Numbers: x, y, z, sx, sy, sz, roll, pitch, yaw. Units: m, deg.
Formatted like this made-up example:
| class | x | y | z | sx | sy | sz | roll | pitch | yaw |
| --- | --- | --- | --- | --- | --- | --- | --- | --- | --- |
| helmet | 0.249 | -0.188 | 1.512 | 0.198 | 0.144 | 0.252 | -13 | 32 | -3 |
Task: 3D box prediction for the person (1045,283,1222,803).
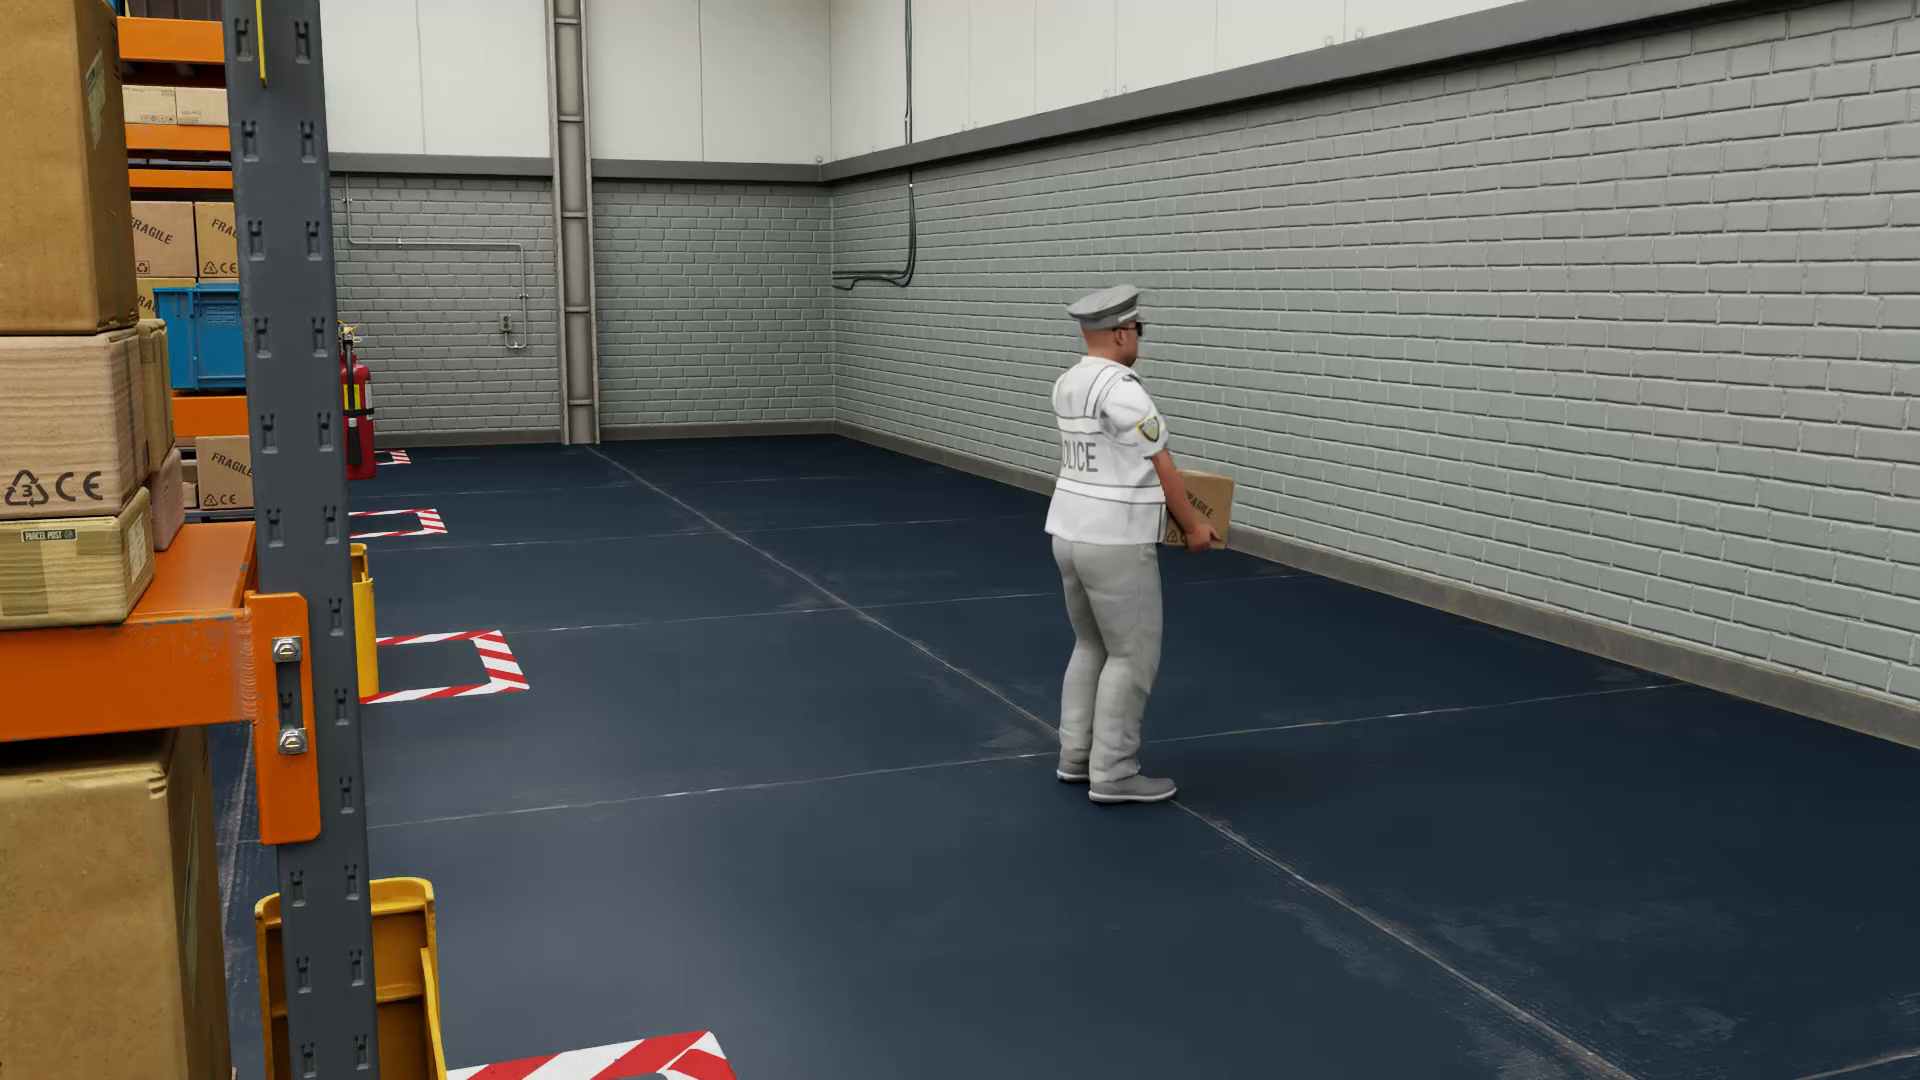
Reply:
| class | x | y | z | sx | sy | sz | roll | pitch | yaw |
| --- | --- | --- | --- | --- | --- | --- | --- | --- | --- |
| person | 0.590 | 0.001 | 5.787 | 0.558 | 1.772 | 0.490 | -4 | 9 | -22 |
